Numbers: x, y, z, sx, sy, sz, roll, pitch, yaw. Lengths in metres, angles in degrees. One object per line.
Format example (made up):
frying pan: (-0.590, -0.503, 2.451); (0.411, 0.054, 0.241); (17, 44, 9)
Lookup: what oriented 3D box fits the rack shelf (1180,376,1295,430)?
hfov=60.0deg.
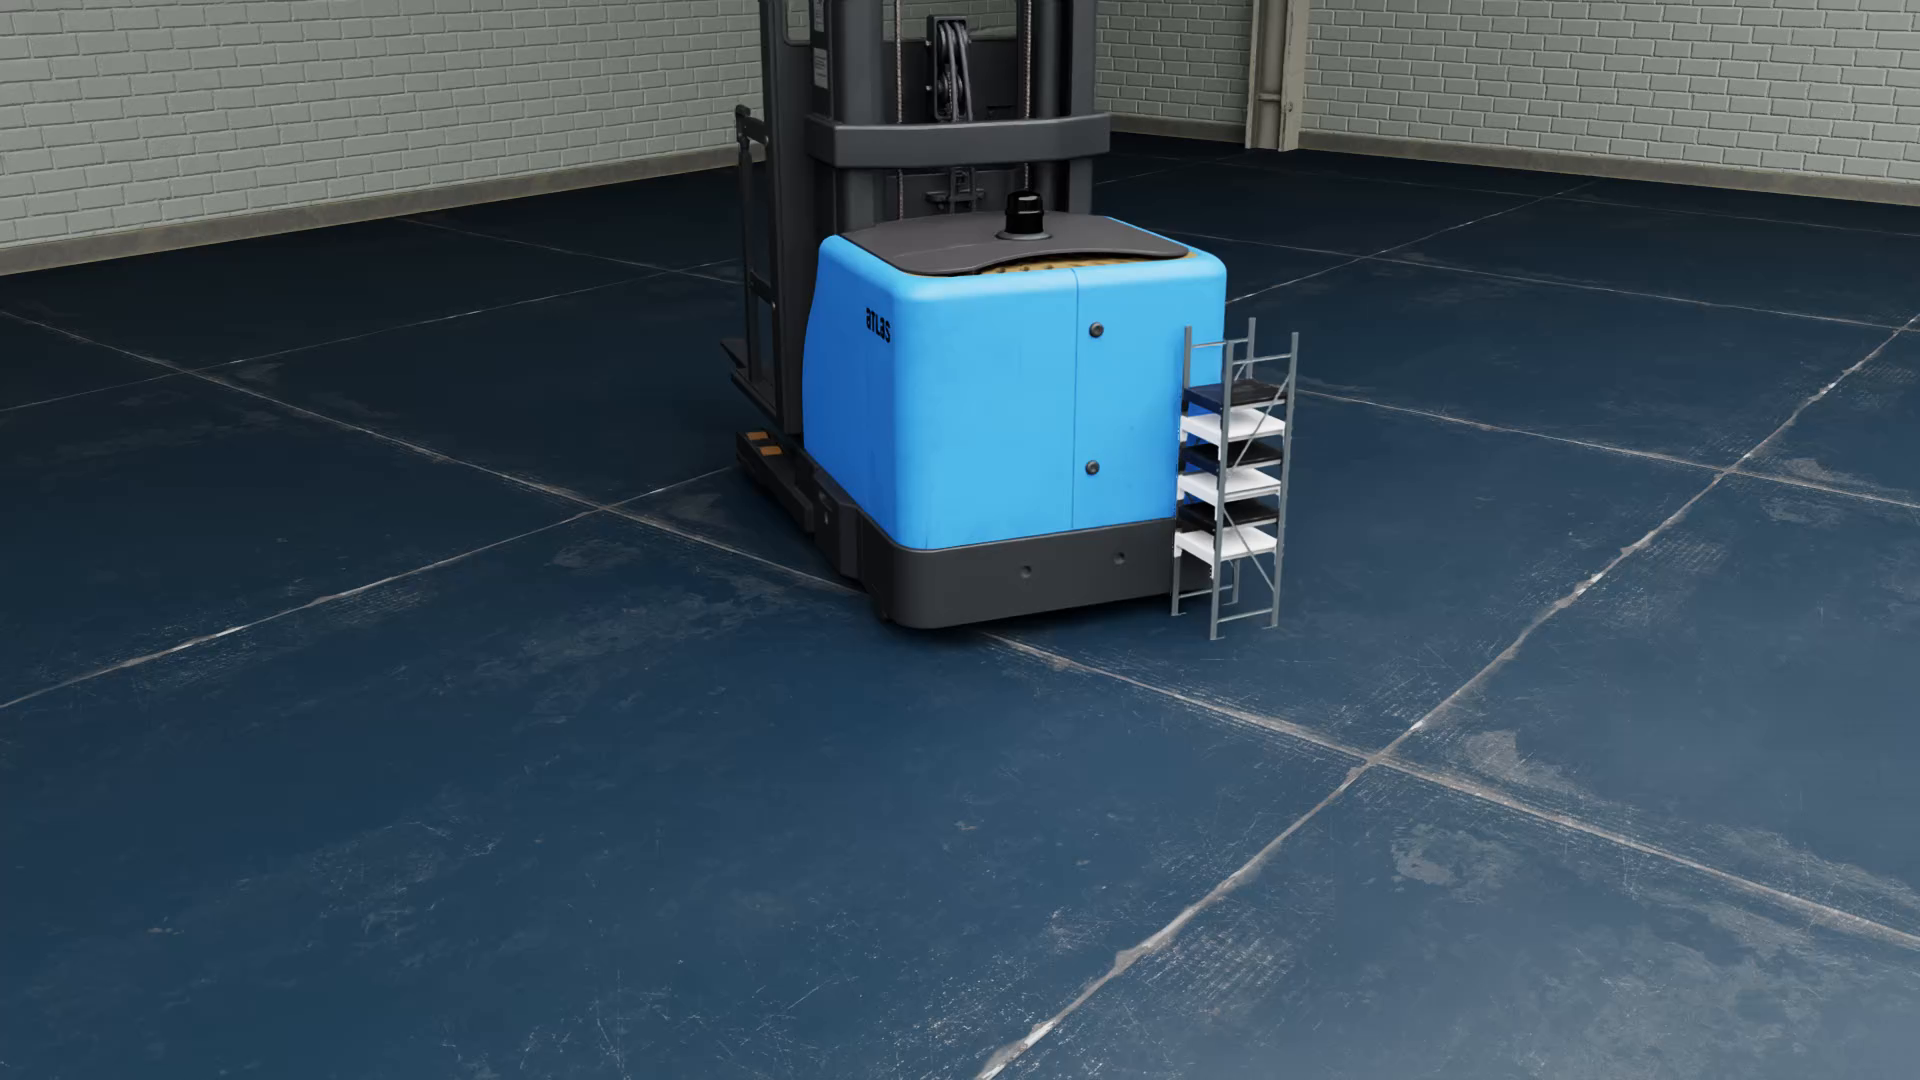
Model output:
rack shelf: (0.795, -0.395, 4.770); (0.258, 0.077, 0.200); (-10, 23, -25)

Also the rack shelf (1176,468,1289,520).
rack shelf: (0.795, -0.143, 4.865); (0.258, 0.077, 0.200); (-10, 23, -25)

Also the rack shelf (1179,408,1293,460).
rack shelf: (0.795, -0.311, 4.802); (0.258, 0.077, 0.200); (-10, 23, -25)

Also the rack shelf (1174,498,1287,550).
rack shelf: (0.795, -0.058, 4.897); (0.258, 0.077, 0.200); (-10, 23, -25)

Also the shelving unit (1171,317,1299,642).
shelving unit: (0.795, -0.174, 4.854); (0.258, 0.900, 0.210); (-10, 23, -25)

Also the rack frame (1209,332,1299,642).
rack frame: (0.840, -0.142, 4.768); (0.240, 0.900, 0.006); (-10, 23, -25)

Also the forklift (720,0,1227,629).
forklift: (-0.209, -1.601, 5.761); (1.130, 2.935, 3.031); (-8, 22, -20)

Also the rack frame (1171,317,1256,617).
rack frame: (0.750, -0.206, 4.939); (0.240, 0.900, 0.006); (-10, 23, -25)

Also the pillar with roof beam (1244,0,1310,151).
pillar with roof beam: (0.114, -6.600, 10.417); (0.400, 9.000, 9.100); (16, 26, 36)

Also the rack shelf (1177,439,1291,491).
rack shelf: (0.795, -0.227, 4.834); (0.258, 0.077, 0.200); (-10, 23, -25)

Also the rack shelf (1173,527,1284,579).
rack shelf: (0.795, 0.026, 4.929); (0.258, 0.077, 0.200); (-10, 23, -25)
